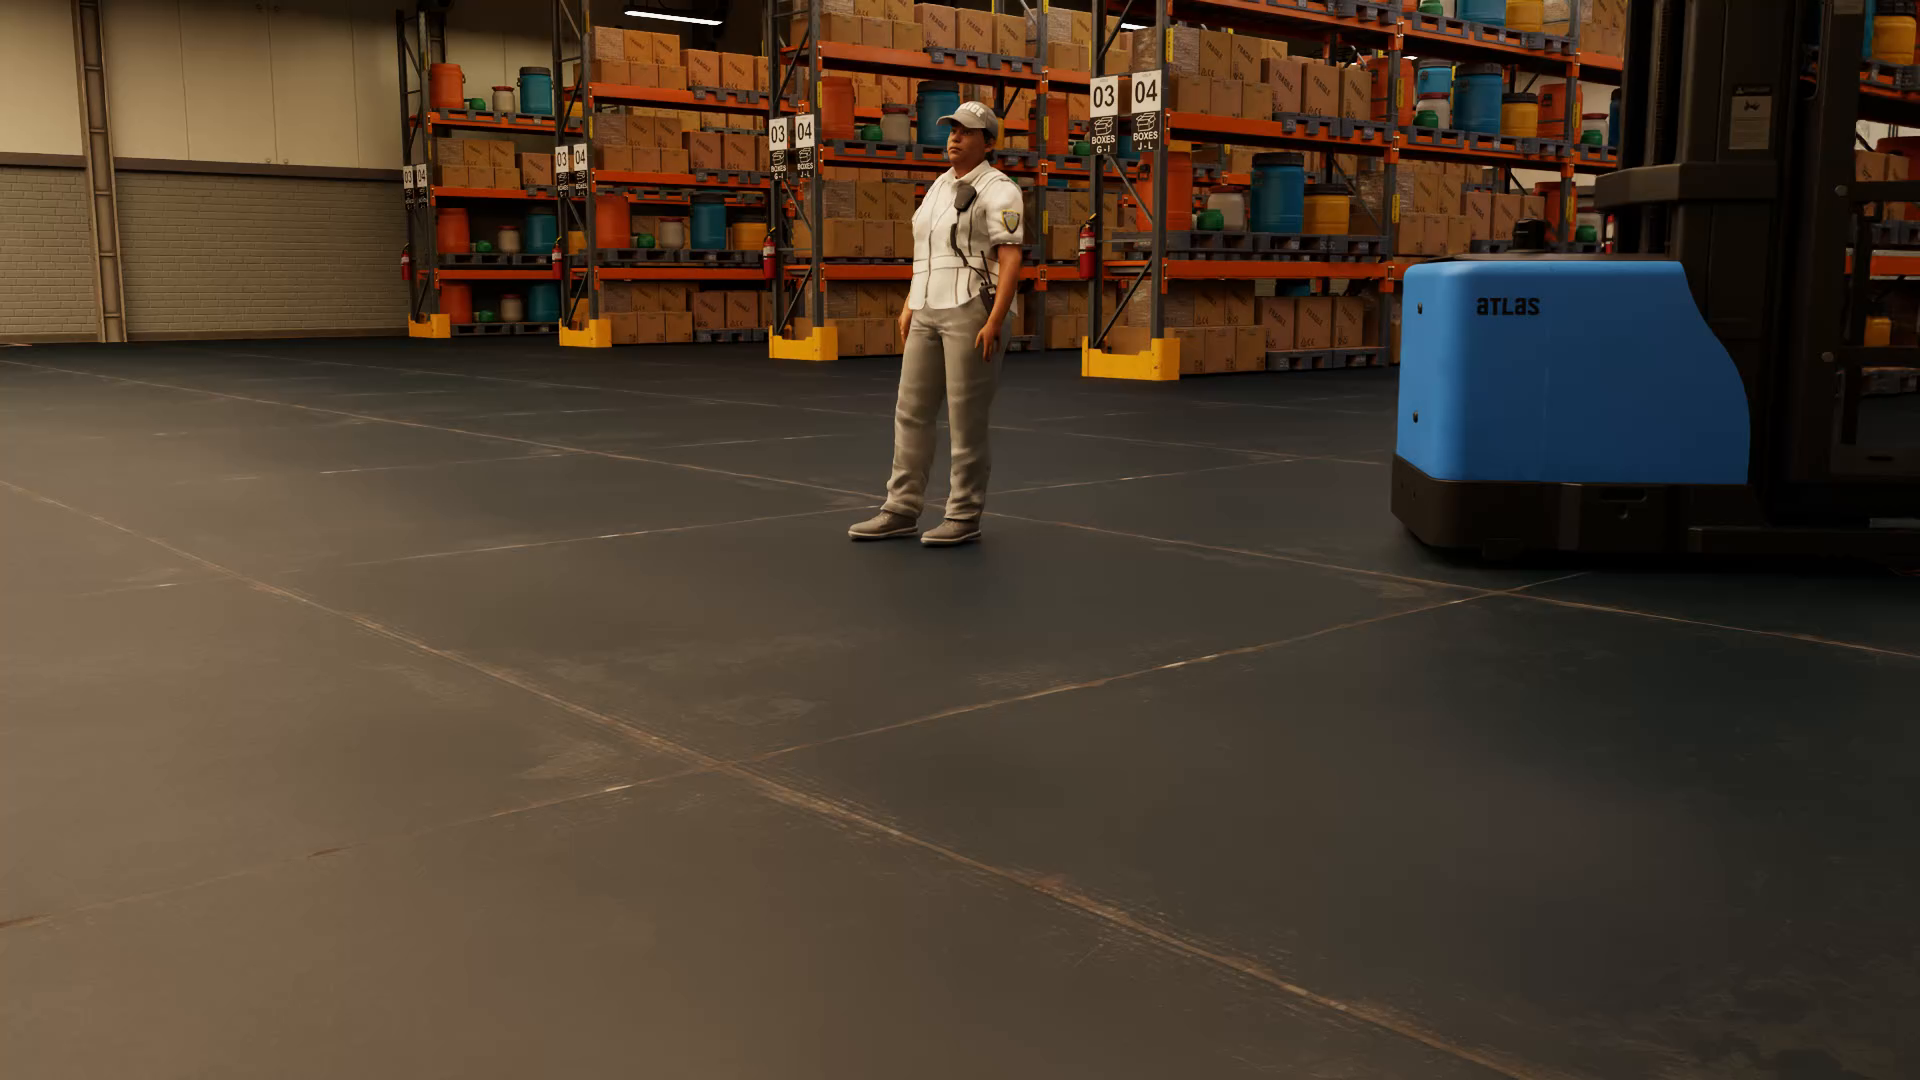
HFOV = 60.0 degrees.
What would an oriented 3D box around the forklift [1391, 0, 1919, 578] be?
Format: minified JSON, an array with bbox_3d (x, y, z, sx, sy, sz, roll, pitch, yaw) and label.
[{"bbox_3d":[3.224,-1.402,6.017,3.031,2.935,1.130,1,9,6],"label":"forklift"}]

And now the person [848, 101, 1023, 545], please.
[{"bbox_3d":[-0.072,-0.826,6.378,0.529,1.670,0.599,-8,12,-40],"label":"person"}]
